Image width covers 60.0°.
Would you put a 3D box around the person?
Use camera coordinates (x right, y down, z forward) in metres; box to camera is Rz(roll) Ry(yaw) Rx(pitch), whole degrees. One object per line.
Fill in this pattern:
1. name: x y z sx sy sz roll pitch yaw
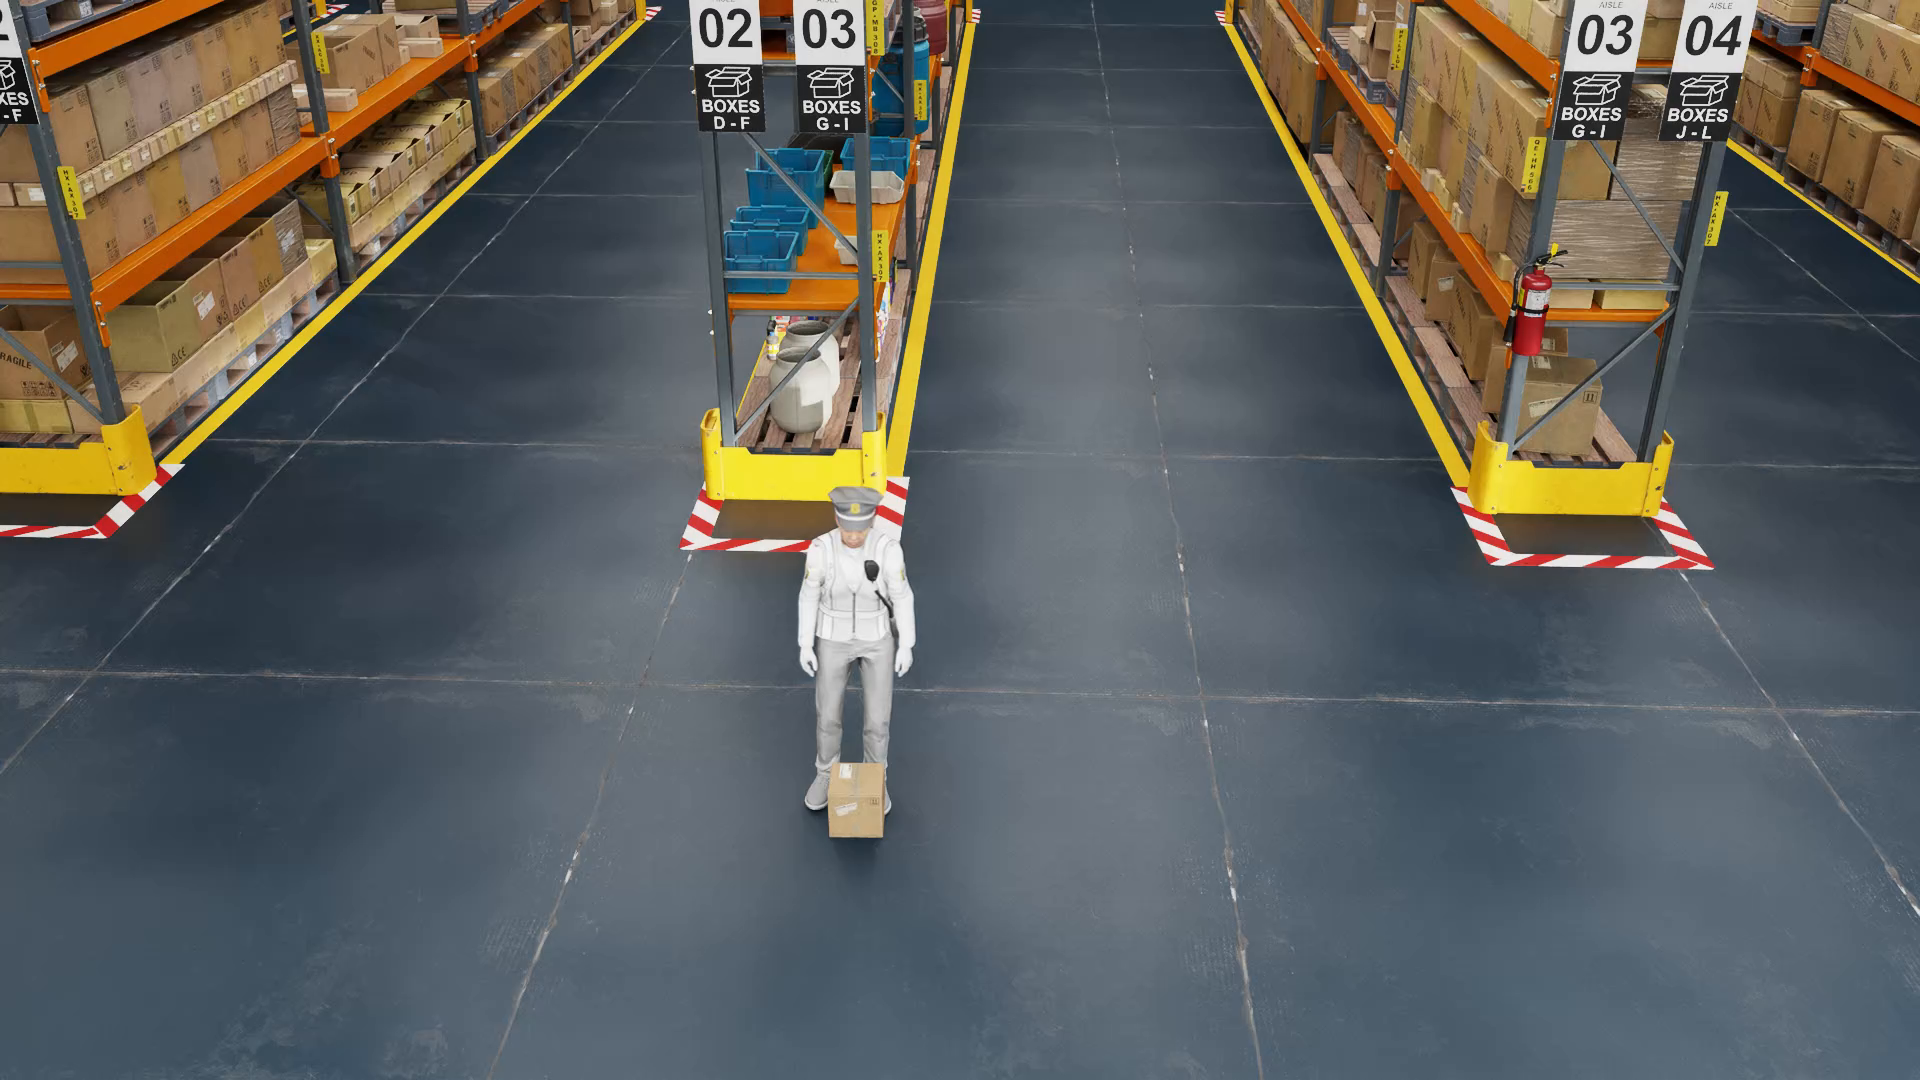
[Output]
1. person: -0.477 0.497 7.688 0.540 1.663 0.405 0 28 0
